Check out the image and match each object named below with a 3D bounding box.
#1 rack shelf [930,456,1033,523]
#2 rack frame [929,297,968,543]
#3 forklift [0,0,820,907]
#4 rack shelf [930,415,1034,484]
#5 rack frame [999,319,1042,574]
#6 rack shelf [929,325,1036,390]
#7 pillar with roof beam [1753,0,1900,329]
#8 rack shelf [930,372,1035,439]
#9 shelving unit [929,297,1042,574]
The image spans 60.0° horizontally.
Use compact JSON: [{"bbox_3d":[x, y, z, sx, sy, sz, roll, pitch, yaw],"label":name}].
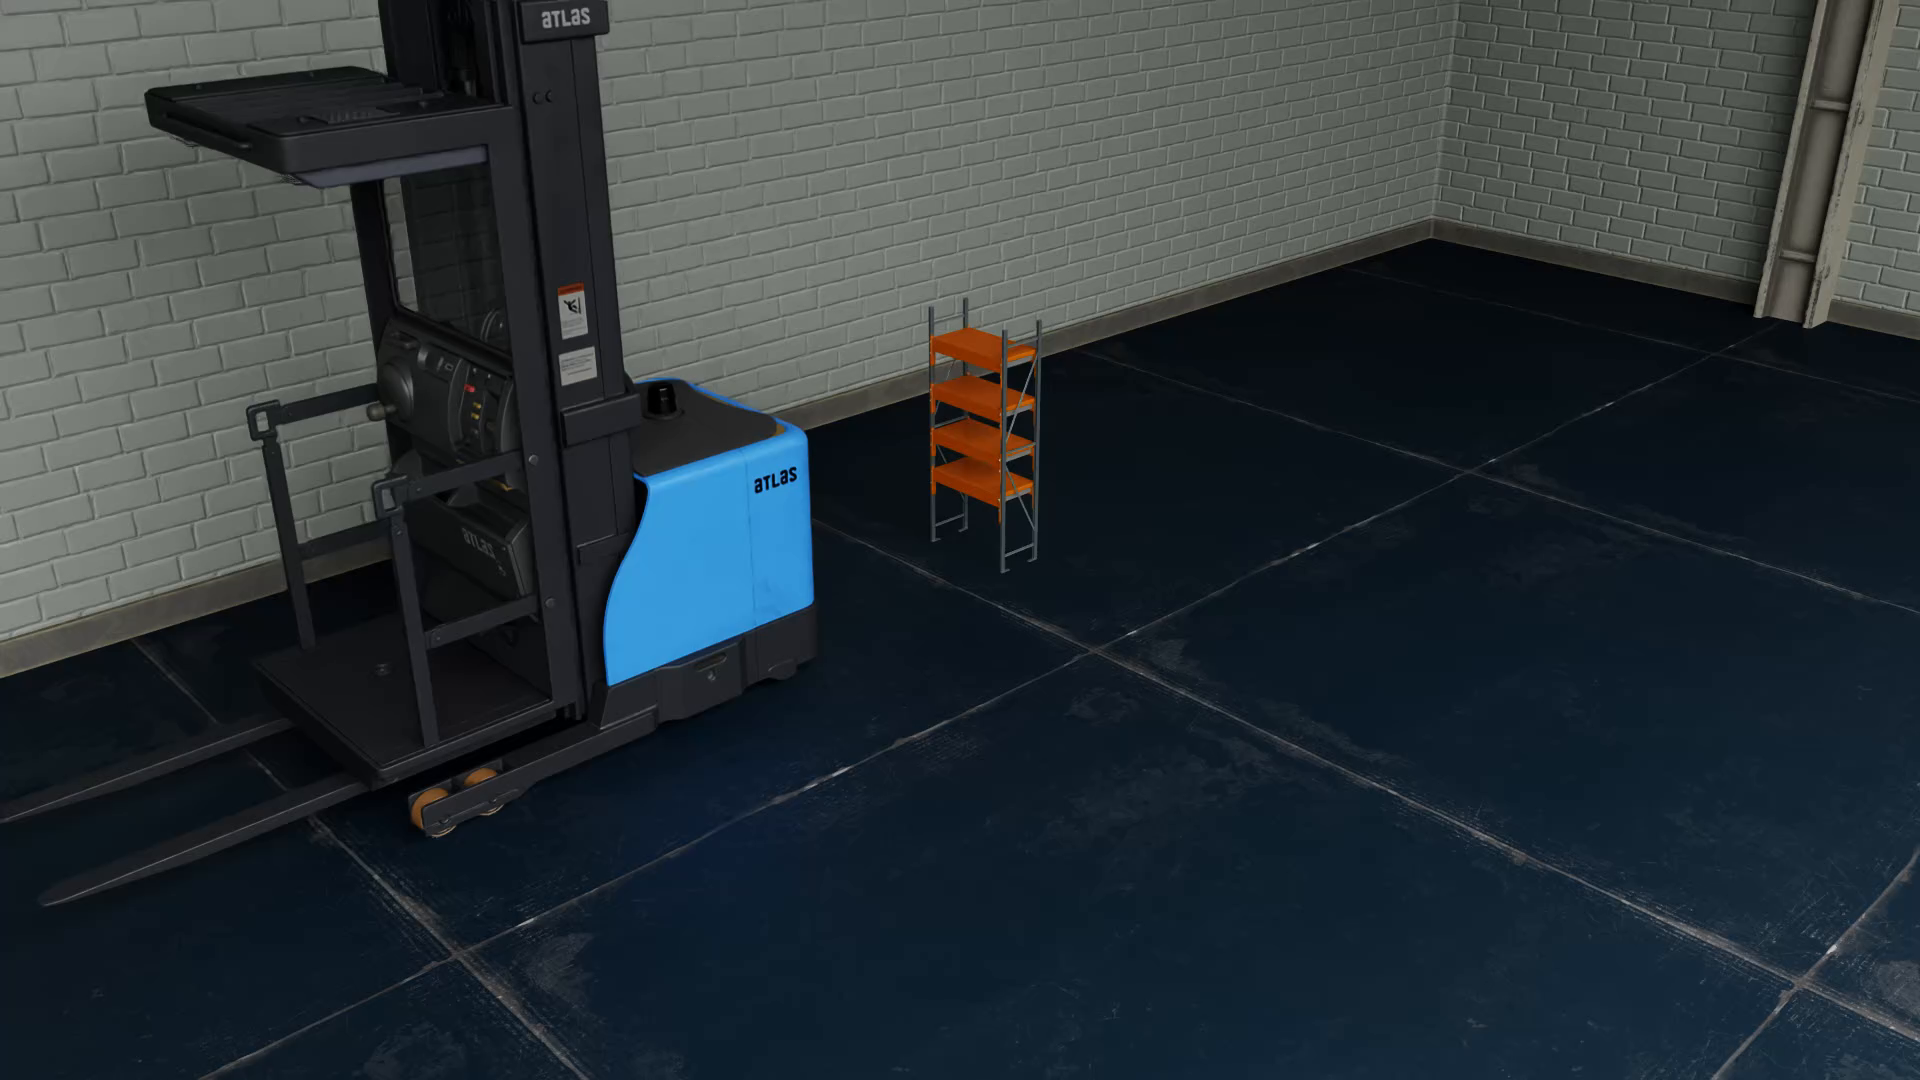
[{"bbox_3d":[0.113,-0.254,8.001,0.258,0.148,0.480,-21,32,-38],"label":"rack shelf"},{"bbox_3d":[-0.054,-0.570,8.053,0.240,1.200,0.015,-21,32,-38],"label":"rack frame"},{"bbox_3d":[-2.007,-0.519,5.857,3.031,2.935,1.130,-22,32,-39],"label":"forklift"},{"bbox_3d":[0.113,-0.435,7.919,0.258,0.148,0.480,-21,32,-38],"label":"rack shelf"},{"bbox_3d":[0.280,-0.422,7.729,0.240,1.200,0.015,-21,32,-38],"label":"rack frame"},{"bbox_3d":[0.113,-0.853,7.728,0.258,0.148,0.480,-21,32,-38],"label":"rack shelf"},{"bbox_3d":[2.680,-4.429,7.117,9.100,9.000,0.400,-21,32,-38],"label":"pillar with roof beam"},{"bbox_3d":[0.113,-0.638,7.826,0.258,0.148,0.480,-21,32,-38],"label":"rack shelf"},{"bbox_3d":[0.113,-0.496,7.891,0.258,1.200,0.503,-21,32,-38],"label":"shelving unit"}]
